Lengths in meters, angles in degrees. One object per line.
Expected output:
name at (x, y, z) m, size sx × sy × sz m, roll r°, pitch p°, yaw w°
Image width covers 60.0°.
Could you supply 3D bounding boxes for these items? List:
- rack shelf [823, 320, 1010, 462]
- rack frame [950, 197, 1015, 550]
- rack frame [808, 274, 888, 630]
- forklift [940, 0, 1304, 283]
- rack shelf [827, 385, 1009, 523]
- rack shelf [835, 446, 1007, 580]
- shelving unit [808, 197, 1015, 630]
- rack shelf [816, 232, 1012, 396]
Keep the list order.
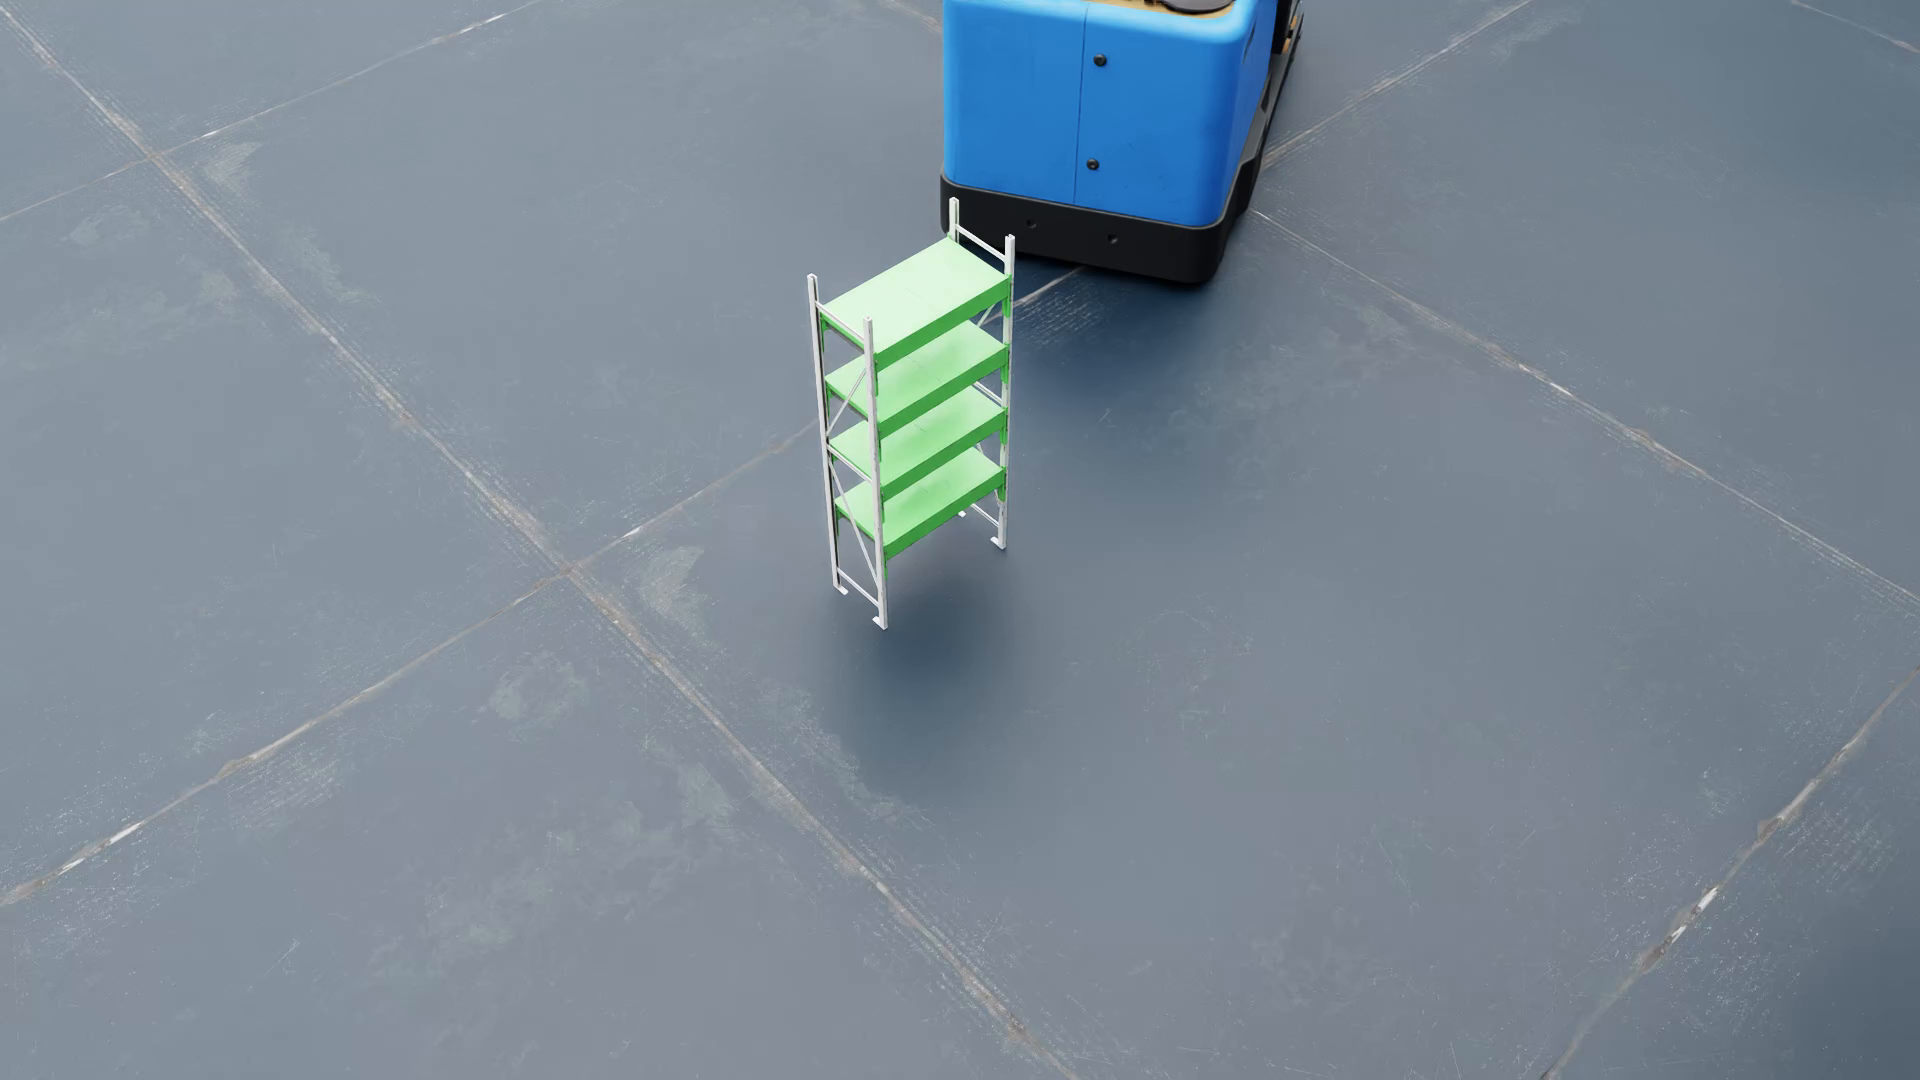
rack shelf at (-0.122, -0.444, 4.604) m, size 0.480 × 0.148 × 0.258 m, roll -34°, pitch 56°, yaw -27°
rack frame at (0.058, -0.446, 4.845) m, size 0.015 × 1.200 × 0.240 m, roll -34°, pitch 56°, yaw -27°
rack frame at (-0.303, -0.204, 4.622) m, size 0.015 × 1.200 × 0.240 m, roll -34°, pitch 56°, yaw -27°
forklift at (0.845, -3.031, 6.052) m, size 1.130 × 2.935 × 3.031 m, roll 13°, pitch 49°, yaw 11°
rack shelf at (-0.122, -0.282, 4.780) m, size 0.480 × 0.148 × 0.258 m, roll -34°, pitch 56°, yaw -27°
rack shelf at (-0.122, -0.119, 4.957) m, size 0.480 × 0.148 × 0.258 m, roll -34°, pitch 56°, yaw -27°
shelving unit at (-0.122, -0.325, 4.734) m, size 0.503 × 1.200 × 0.258 m, roll -34°, pitch 56°, yaw -27°
rack shelf at (-0.122, -0.607, 4.428) m, size 0.480 × 0.148 × 0.258 m, roll -34°, pitch 56°, yaw -27°
